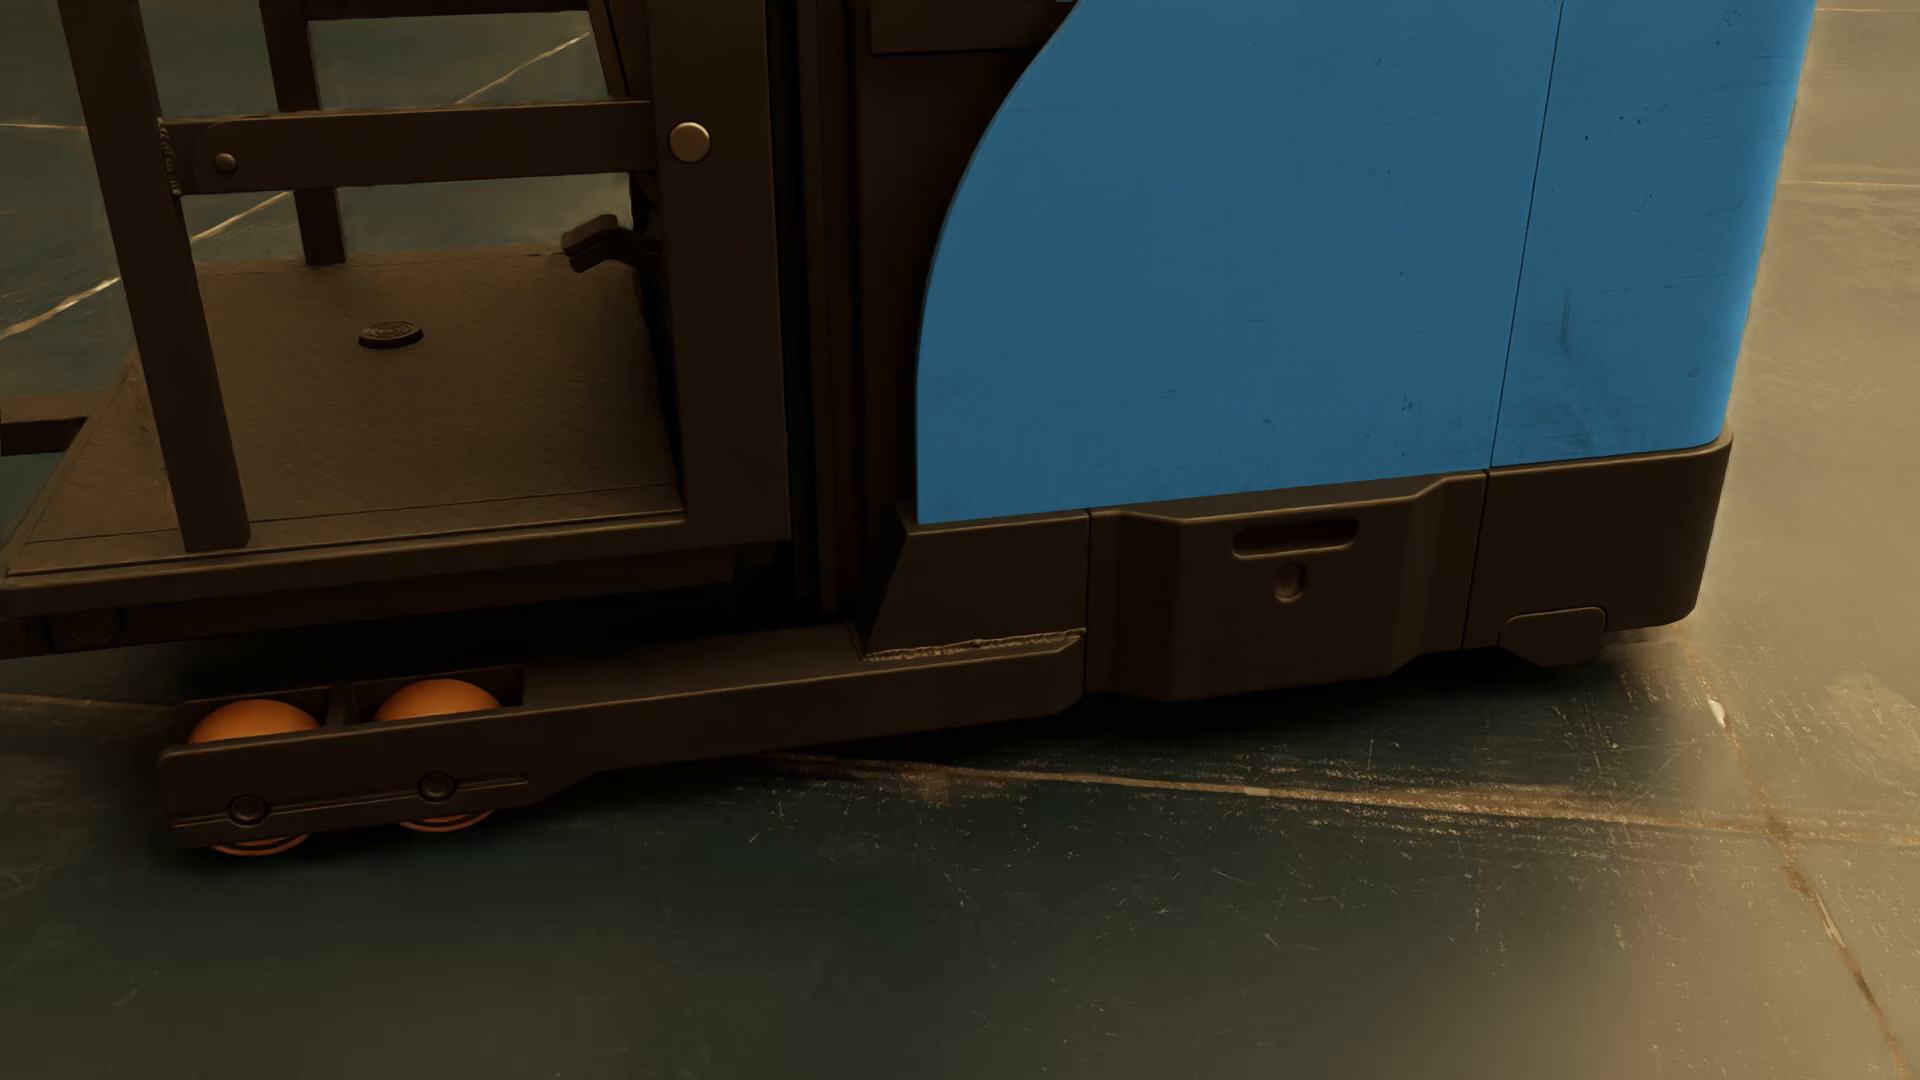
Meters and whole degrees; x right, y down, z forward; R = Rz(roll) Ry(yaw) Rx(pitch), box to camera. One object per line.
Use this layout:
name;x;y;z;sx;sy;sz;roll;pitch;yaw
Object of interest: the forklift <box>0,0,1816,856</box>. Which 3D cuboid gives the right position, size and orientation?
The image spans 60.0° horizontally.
forklift;-0.602;-1.227;1.675;3.031;2.935;1.130;-6;27;-11
